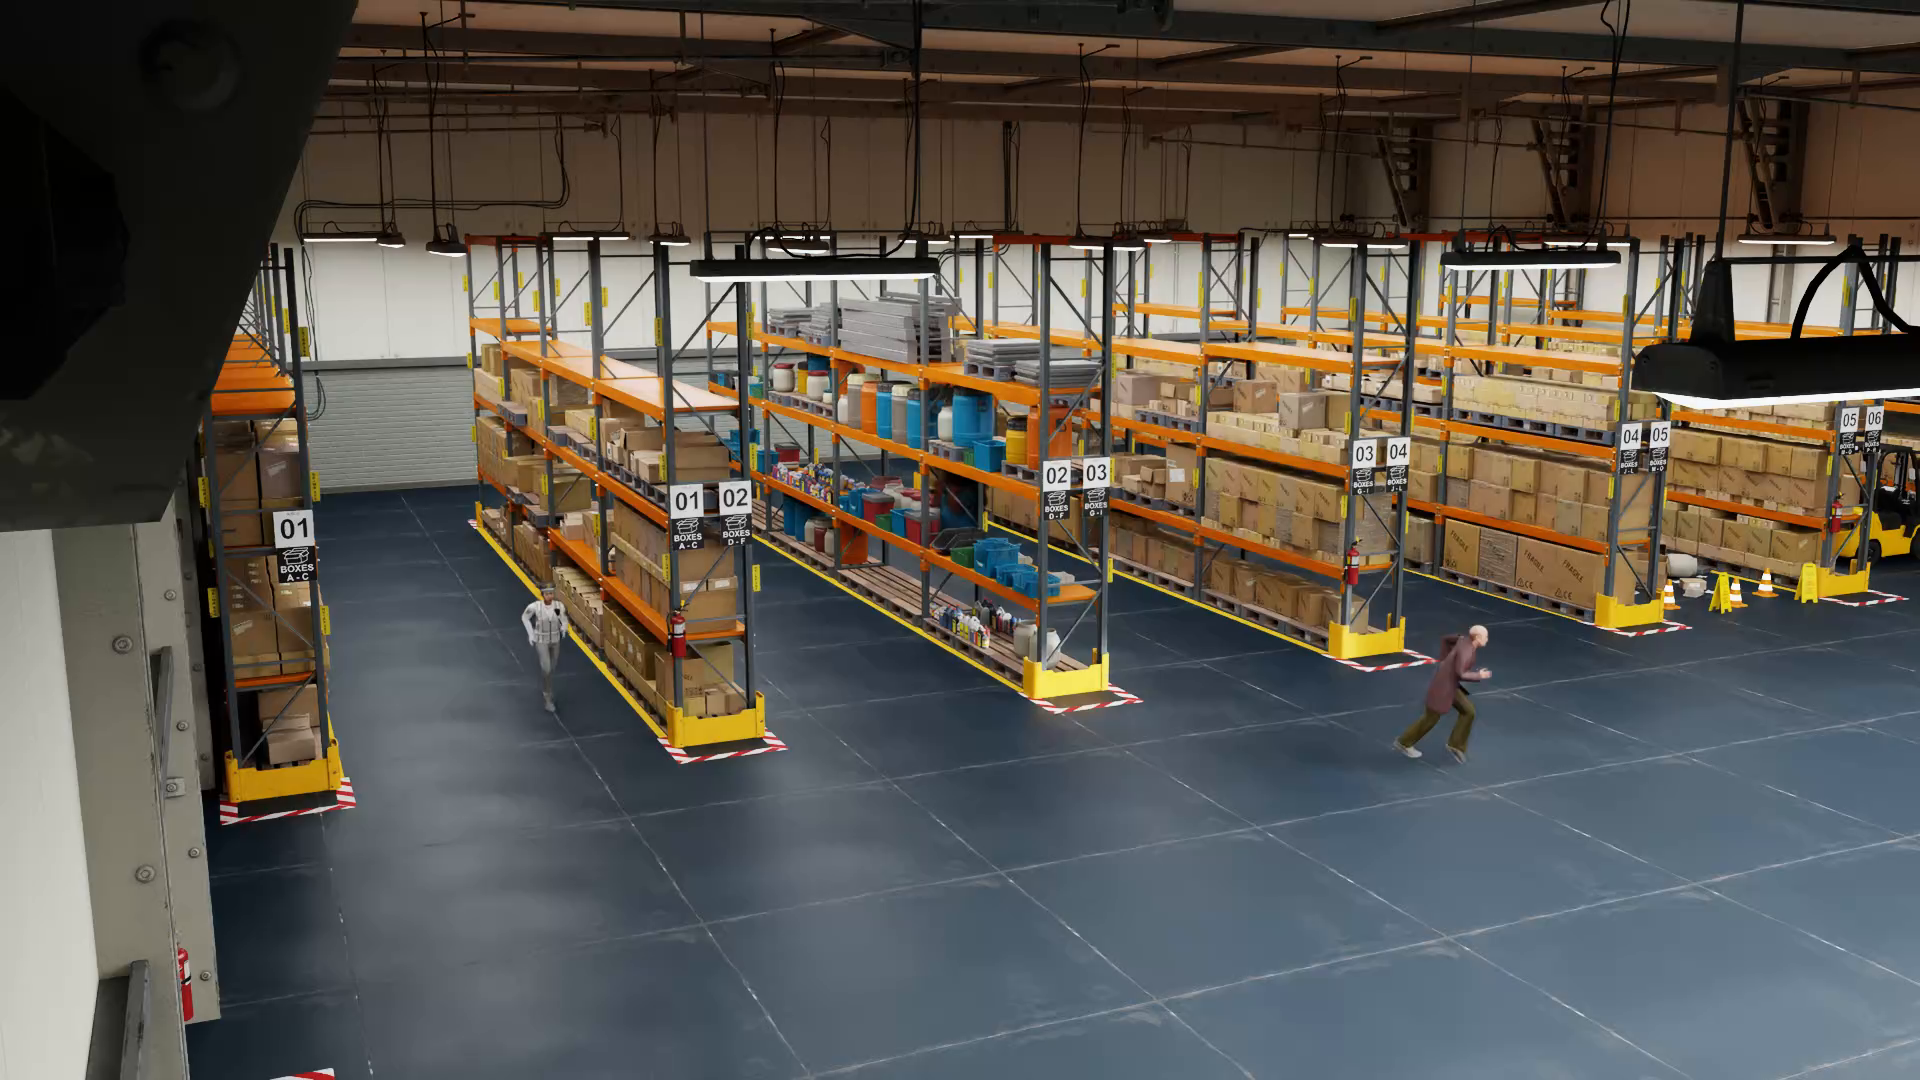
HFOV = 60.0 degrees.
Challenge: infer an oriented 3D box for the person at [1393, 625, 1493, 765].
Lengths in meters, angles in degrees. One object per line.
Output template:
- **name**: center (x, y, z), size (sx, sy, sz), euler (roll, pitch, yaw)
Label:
- **person**: center (5.675, 1.816, 19.533), size (1.072, 1.731, 0.752), euler (3, 11, 16)

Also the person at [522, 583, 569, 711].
- **person**: center (-5.394, 1.374, 21.763), size (0.546, 1.734, 0.833), euler (-7, 13, -33)
